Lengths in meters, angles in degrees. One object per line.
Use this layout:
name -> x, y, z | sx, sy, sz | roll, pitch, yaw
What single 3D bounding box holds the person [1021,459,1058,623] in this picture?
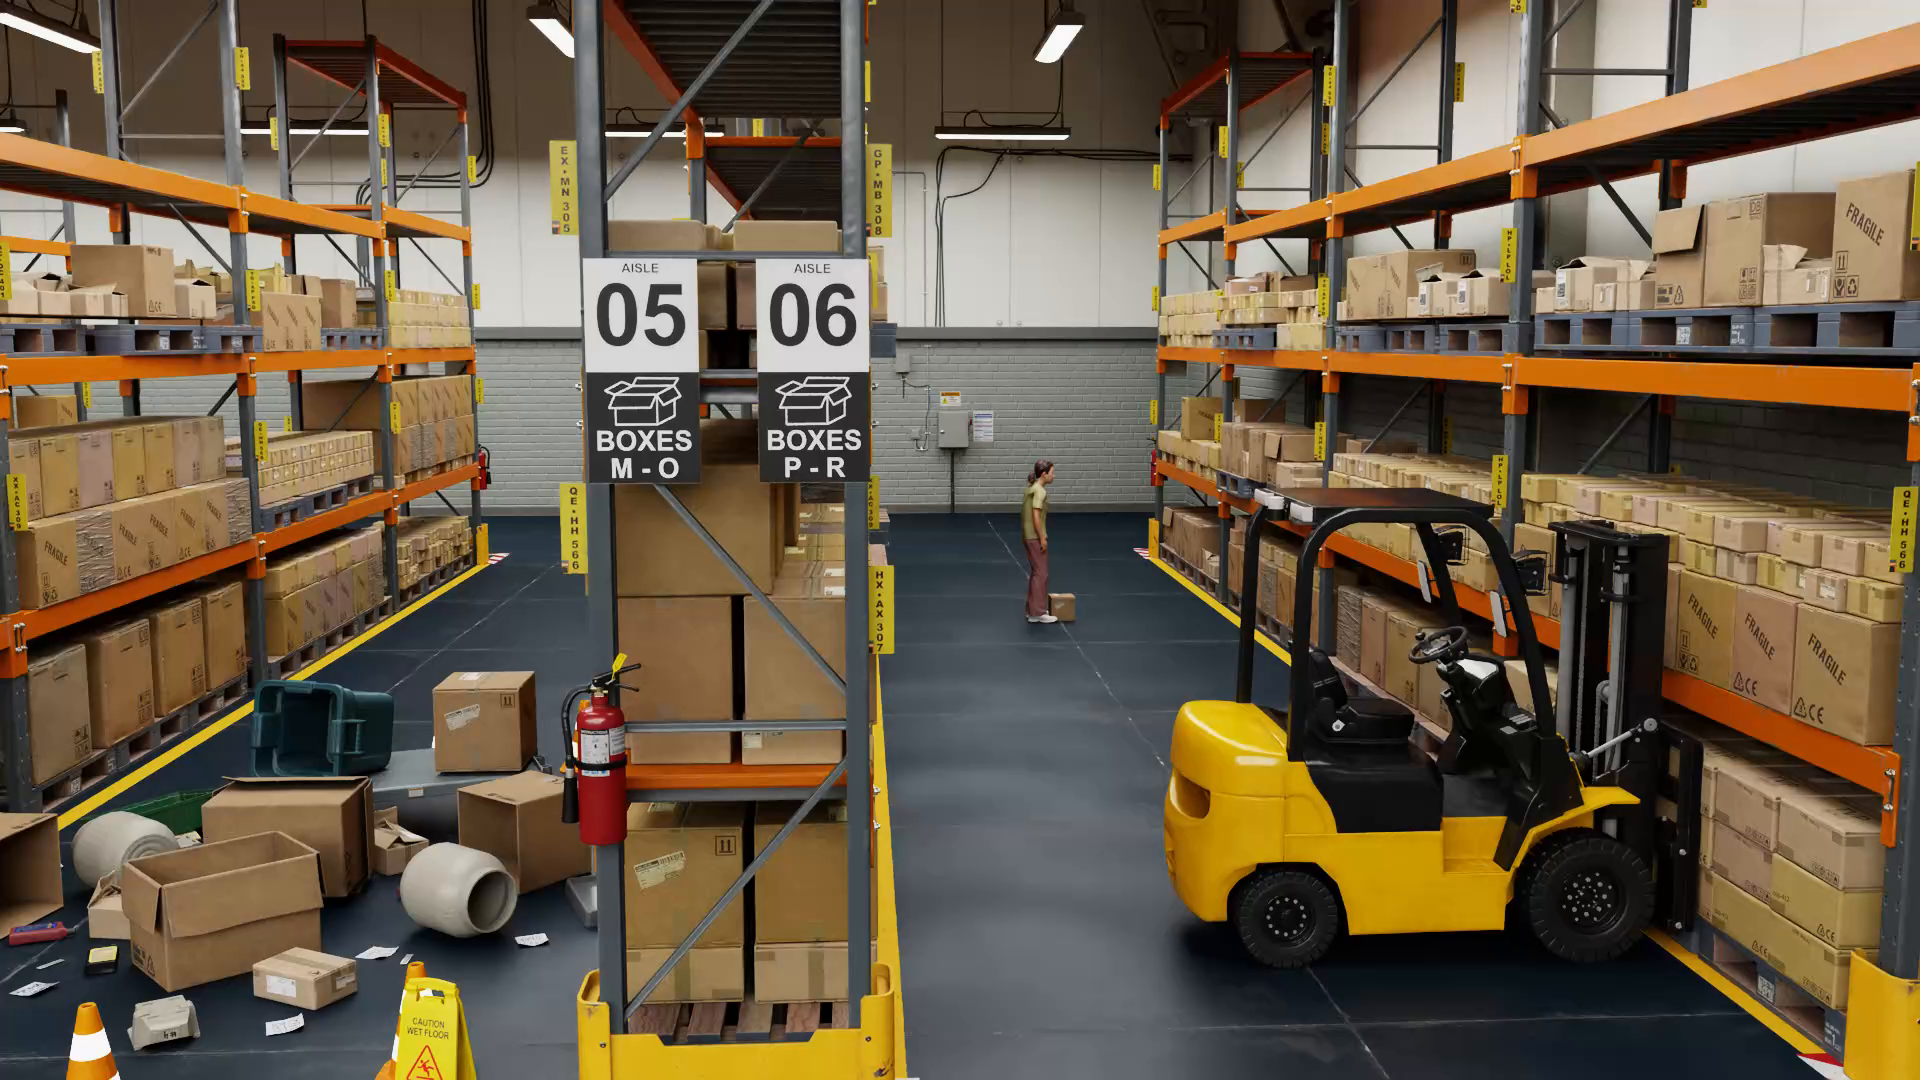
person -> 0.822, -0.001, 17.264 | 0.364, 1.673, 0.512 | -1, 7, -5
